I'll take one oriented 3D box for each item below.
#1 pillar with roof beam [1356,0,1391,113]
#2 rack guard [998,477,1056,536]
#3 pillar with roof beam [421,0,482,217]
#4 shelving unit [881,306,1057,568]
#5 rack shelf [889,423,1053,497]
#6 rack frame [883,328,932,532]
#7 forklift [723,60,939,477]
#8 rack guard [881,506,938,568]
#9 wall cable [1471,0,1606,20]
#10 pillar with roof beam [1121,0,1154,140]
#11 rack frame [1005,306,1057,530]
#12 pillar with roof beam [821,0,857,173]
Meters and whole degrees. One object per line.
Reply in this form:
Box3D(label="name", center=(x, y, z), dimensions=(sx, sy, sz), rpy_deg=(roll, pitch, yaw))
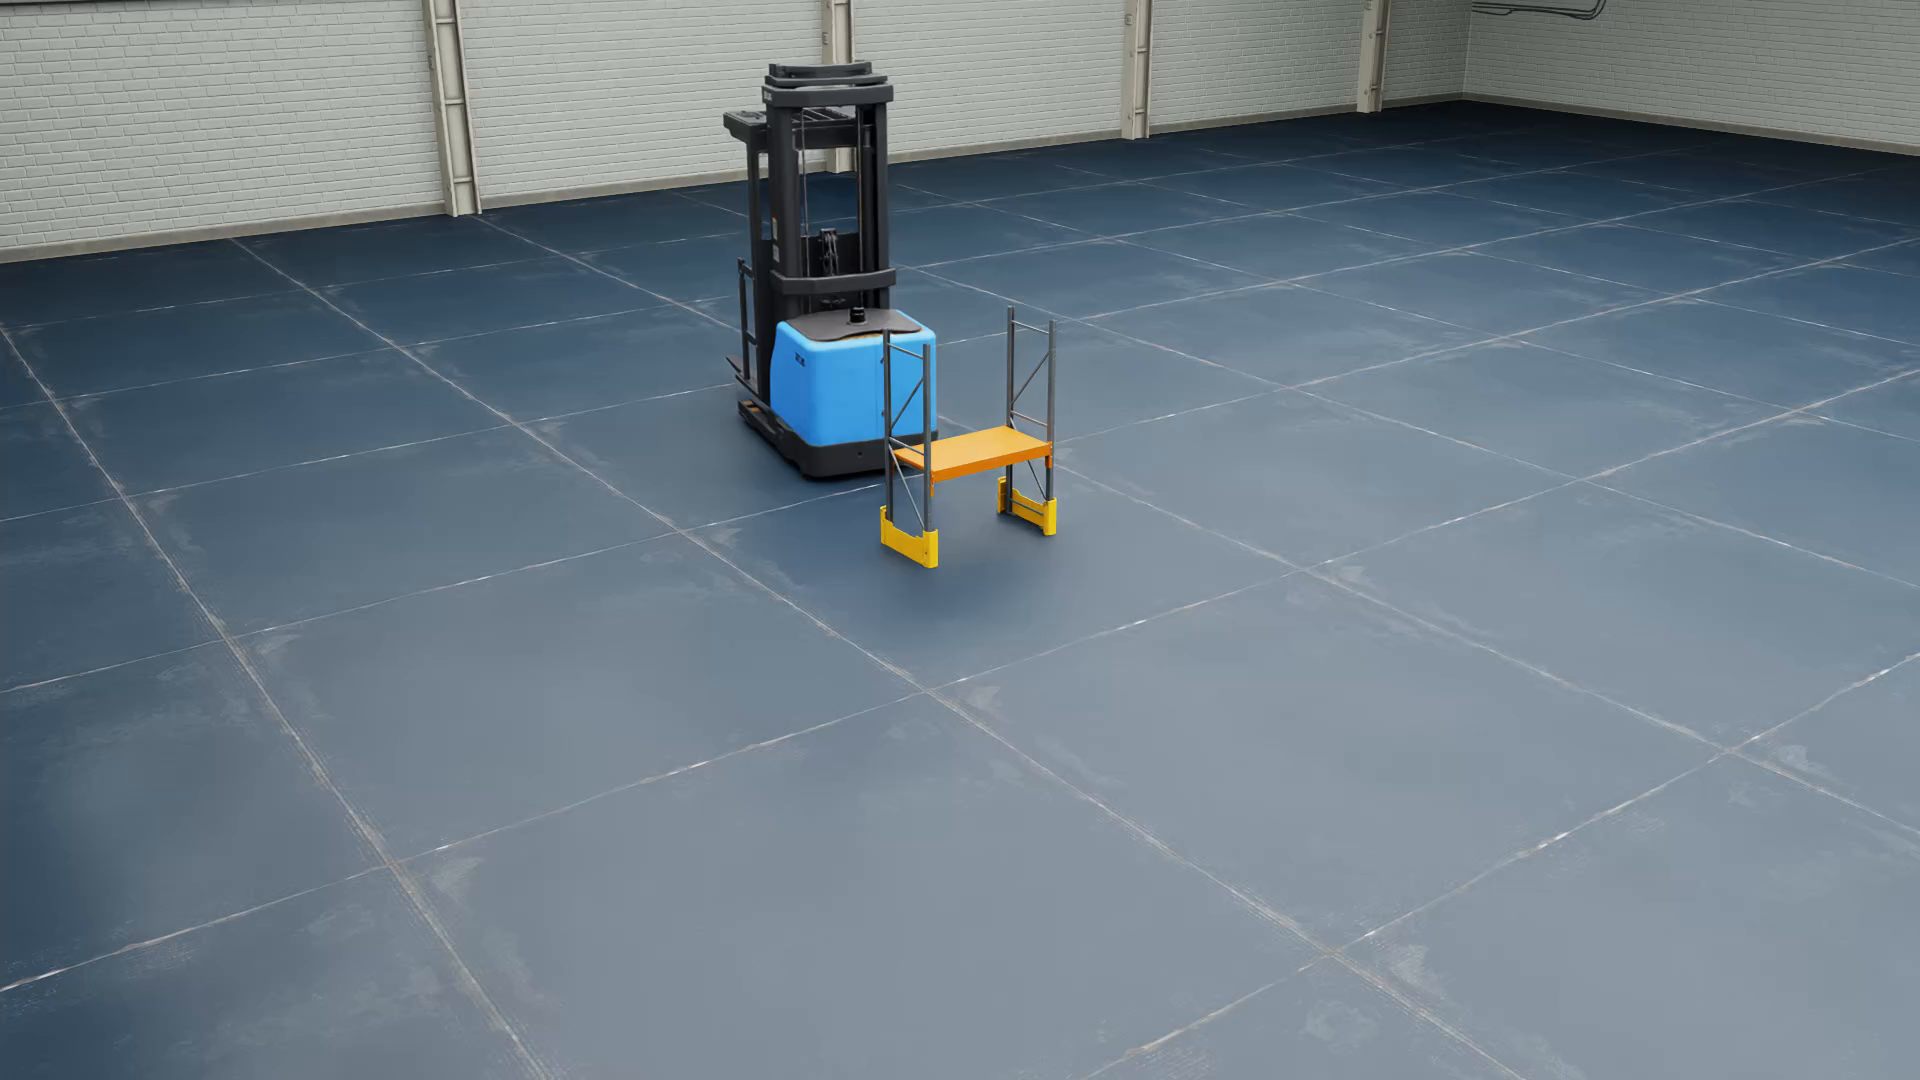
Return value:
Box3D(label="pillar with roof beam", center=(10.426, -11.192, 27.302), dimensions=(0.400, 9.000, 9.100), rpy_deg=(-15, 26, -33))
Box3D(label="rack guard", center=(0.466, -0.240, 11.662), dimensions=(0.087, 0.250, 0.587), rpy_deg=(-15, 26, -33))
Box3D(label="pillar with roof beam", center=(-4.186, -7.296, 17.539), dimensions=(0.400, 9.000, 9.100), rpy_deg=(-15, 26, -33))
Box3D(label="shelving unit", center=(0.062, -0.713, 11.160), dimensions=(1.083, 1.500, 0.587), rpy_deg=(-15, 26, -33))
Box3D(label="rack shelf", center=(0.069, -0.548, 11.231), dimensions=(1.000, 0.185, 0.538), rpy_deg=(-15, 26, -33))
Box3D(label="rack frame", center=(-0.343, -0.605, 10.889), dimensions=(0.032, 1.500, 0.500), rpy_deg=(-15, 26, -33))
Box3D(label="forklift", center=(-1.204, -2.345, 13.318), dimensions=(1.130, 2.935, 3.031), rpy_deg=(-9, 23, -21))
Box3D(label="rack guard", center=(-0.342, -0.025, 11.121), dimensions=(0.087, 0.250, 0.587), rpy_deg=(-15, 26, -33))
Box3D(label="wall cable", center=(11.075, -11.285, 31.724), dimensions=(0.112, 2.526, 3.097), rpy_deg=(-15, 26, -33))
Box3D(label="pillar with roof beam", center=(5.555, -9.893, 24.048), dimensions=(0.400, 9.000, 9.100), rpy_deg=(-15, 26, -33))
Box3D(label="rack frame", center=(0.482, -0.825, 11.440), dimensions=(0.032, 1.500, 0.500), rpy_deg=(-15, 26, -33))
Box3D(label="pillar with roof beam", center=(0.685, -8.595, 20.793), dimensions=(0.400, 9.000, 9.100), rpy_deg=(-15, 26, -33))
